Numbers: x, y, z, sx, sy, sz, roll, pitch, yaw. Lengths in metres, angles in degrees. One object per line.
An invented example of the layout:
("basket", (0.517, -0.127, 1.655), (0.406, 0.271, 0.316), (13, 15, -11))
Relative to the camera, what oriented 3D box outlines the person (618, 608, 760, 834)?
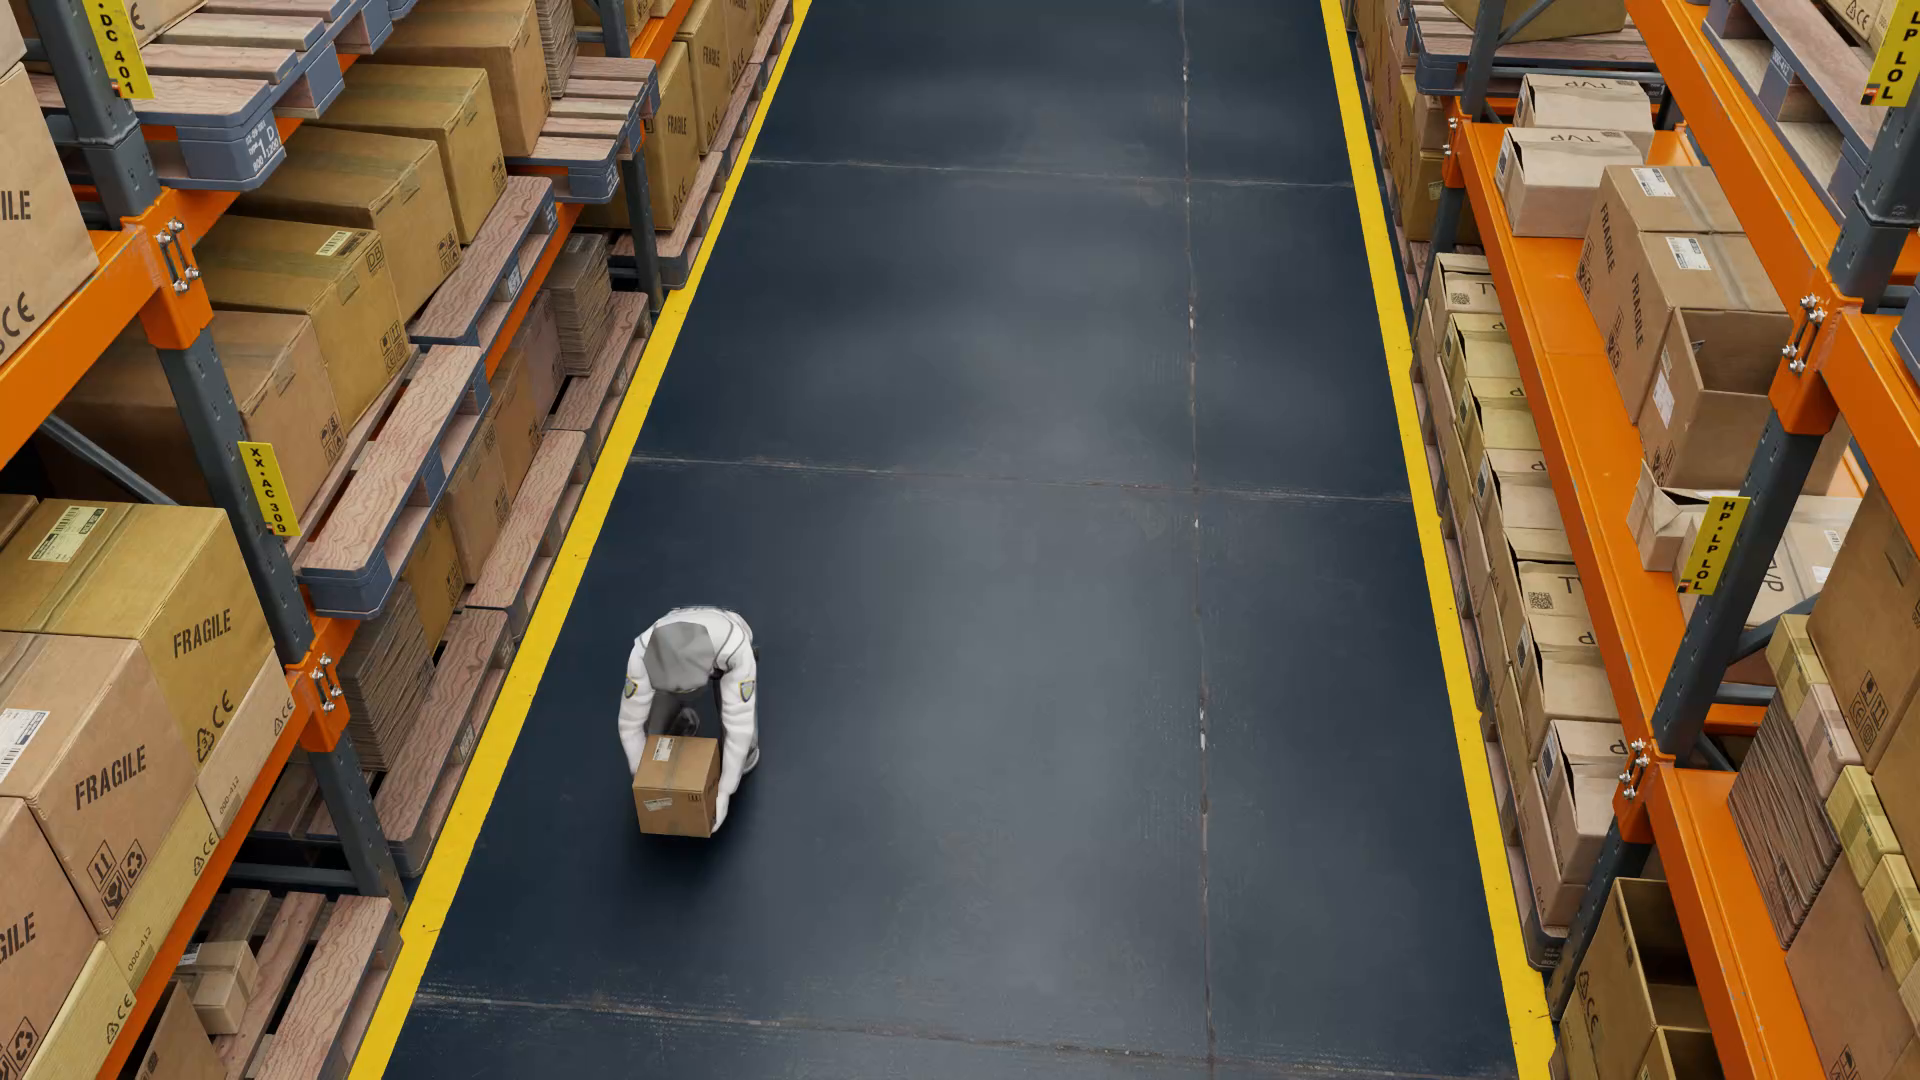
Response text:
("person", (-0.970, 0.541, 6.072), (0.494, 0.961, 0.830), (3, 40, 4))
